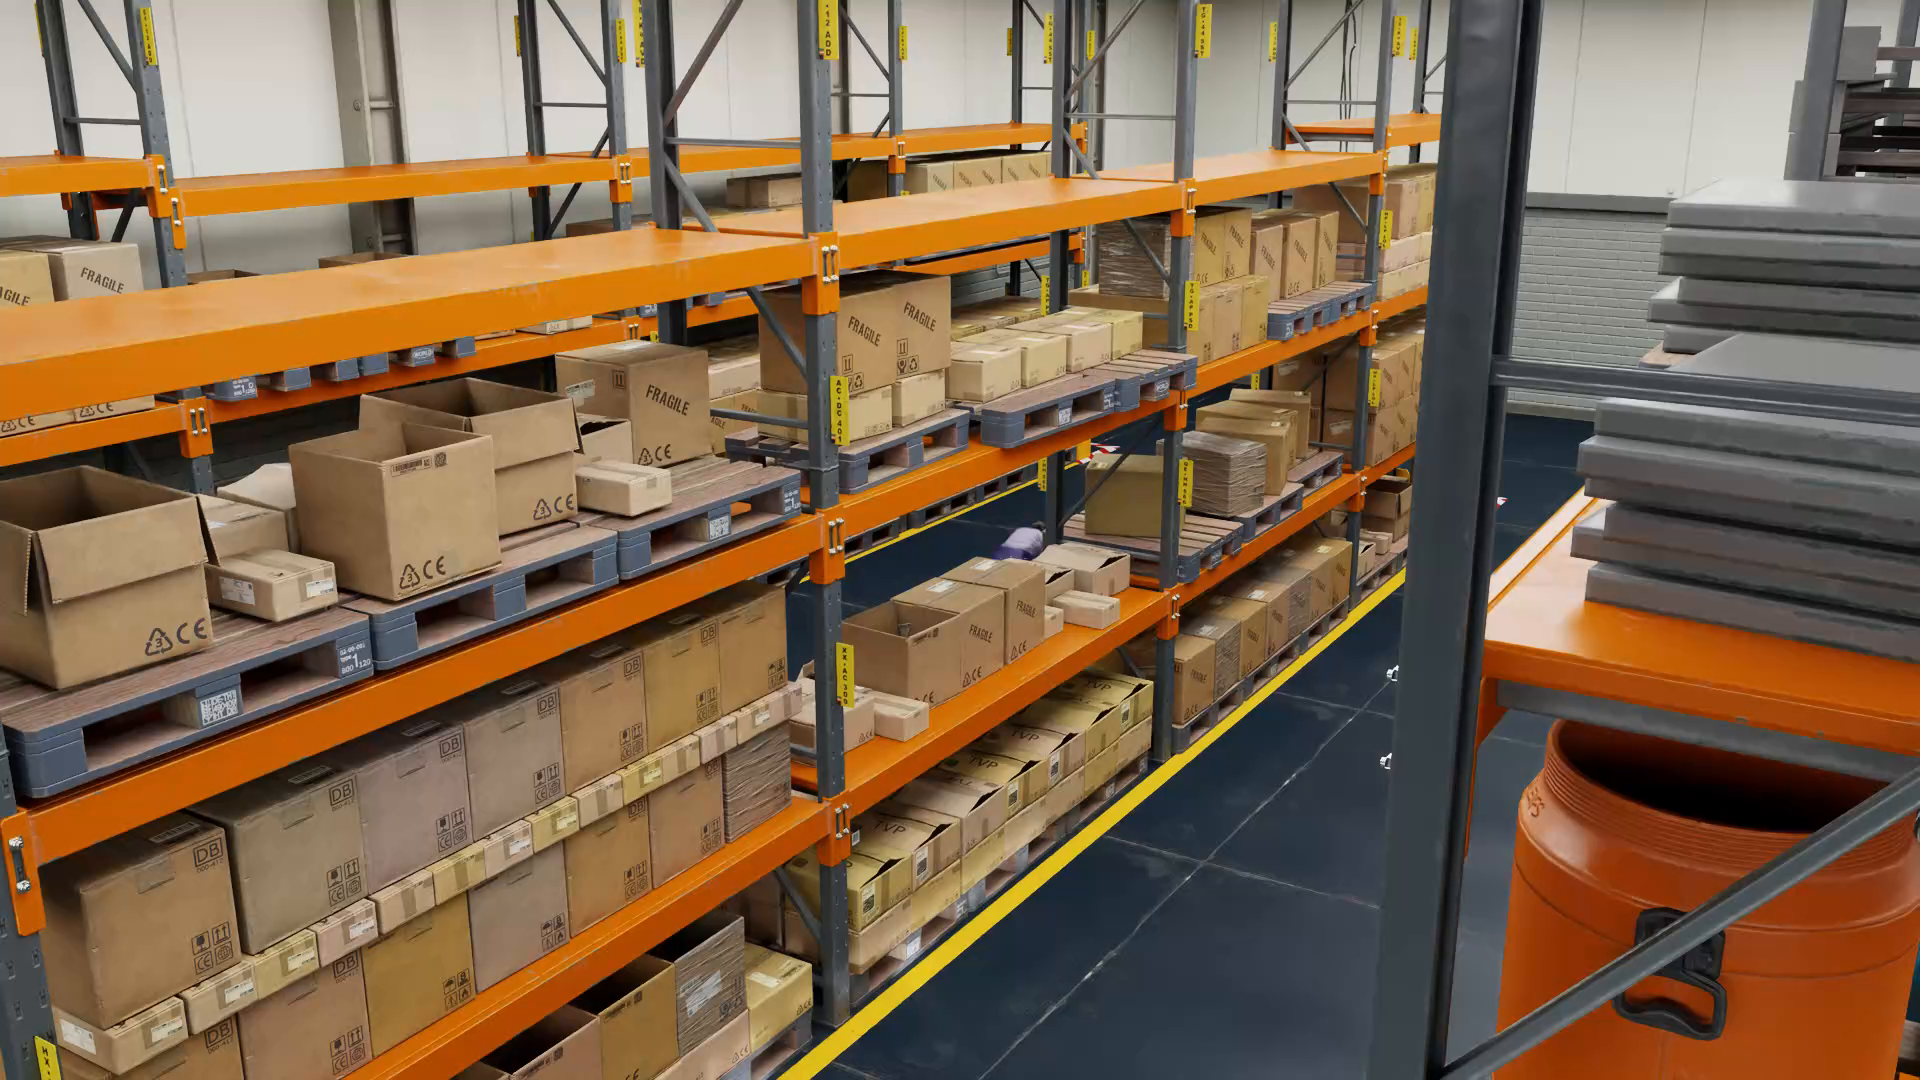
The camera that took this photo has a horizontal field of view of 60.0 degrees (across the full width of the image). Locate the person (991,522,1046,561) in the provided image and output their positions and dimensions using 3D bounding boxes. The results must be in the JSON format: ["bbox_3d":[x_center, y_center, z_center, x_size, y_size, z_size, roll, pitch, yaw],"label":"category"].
[{"bbox_3d":[0.603,0.269,15.310,0.495,0.745,0.892,9,19,29],"label":"person"}]
